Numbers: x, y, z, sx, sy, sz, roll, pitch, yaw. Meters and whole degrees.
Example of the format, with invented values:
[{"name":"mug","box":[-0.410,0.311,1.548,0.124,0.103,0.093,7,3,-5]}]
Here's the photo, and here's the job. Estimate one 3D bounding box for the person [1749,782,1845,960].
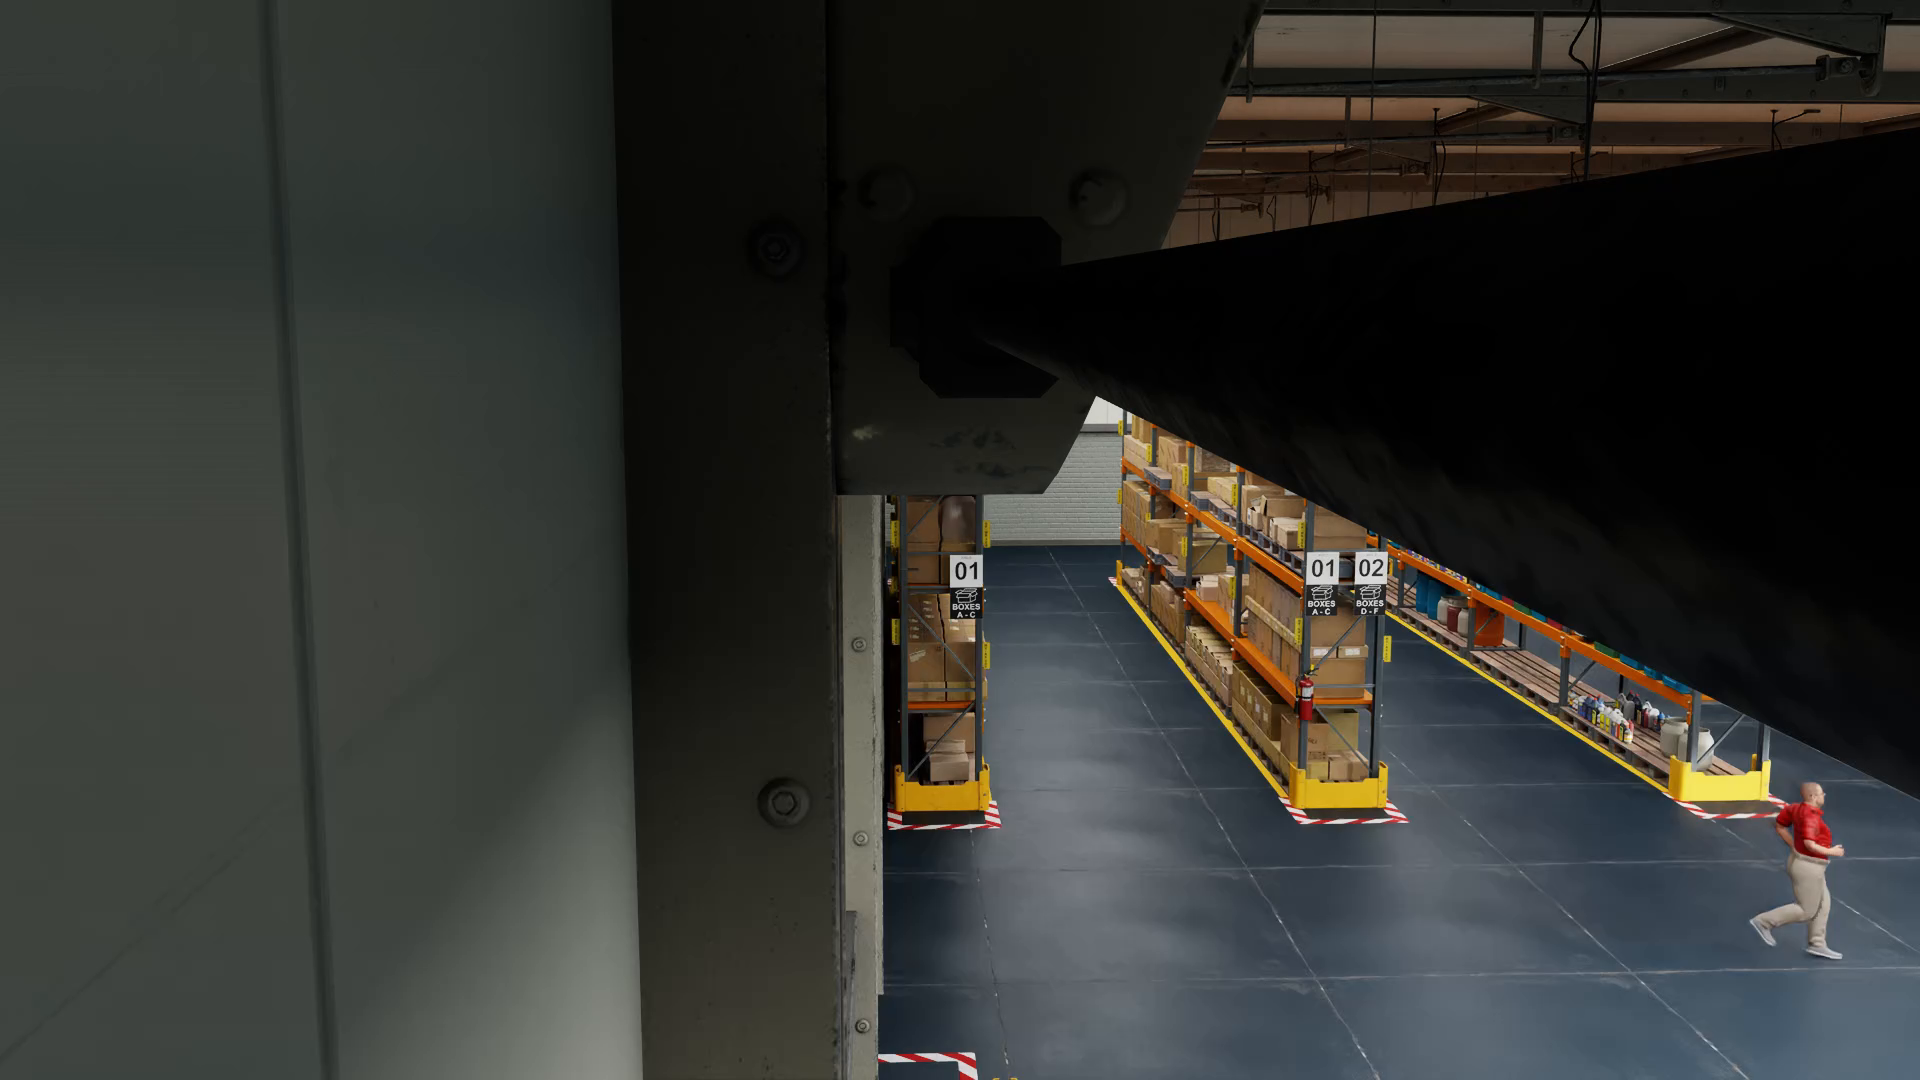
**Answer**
[{"name":"person","box":[8.051,3.165,15.905,0.859,1.736,0.652,2,9,13]}]
